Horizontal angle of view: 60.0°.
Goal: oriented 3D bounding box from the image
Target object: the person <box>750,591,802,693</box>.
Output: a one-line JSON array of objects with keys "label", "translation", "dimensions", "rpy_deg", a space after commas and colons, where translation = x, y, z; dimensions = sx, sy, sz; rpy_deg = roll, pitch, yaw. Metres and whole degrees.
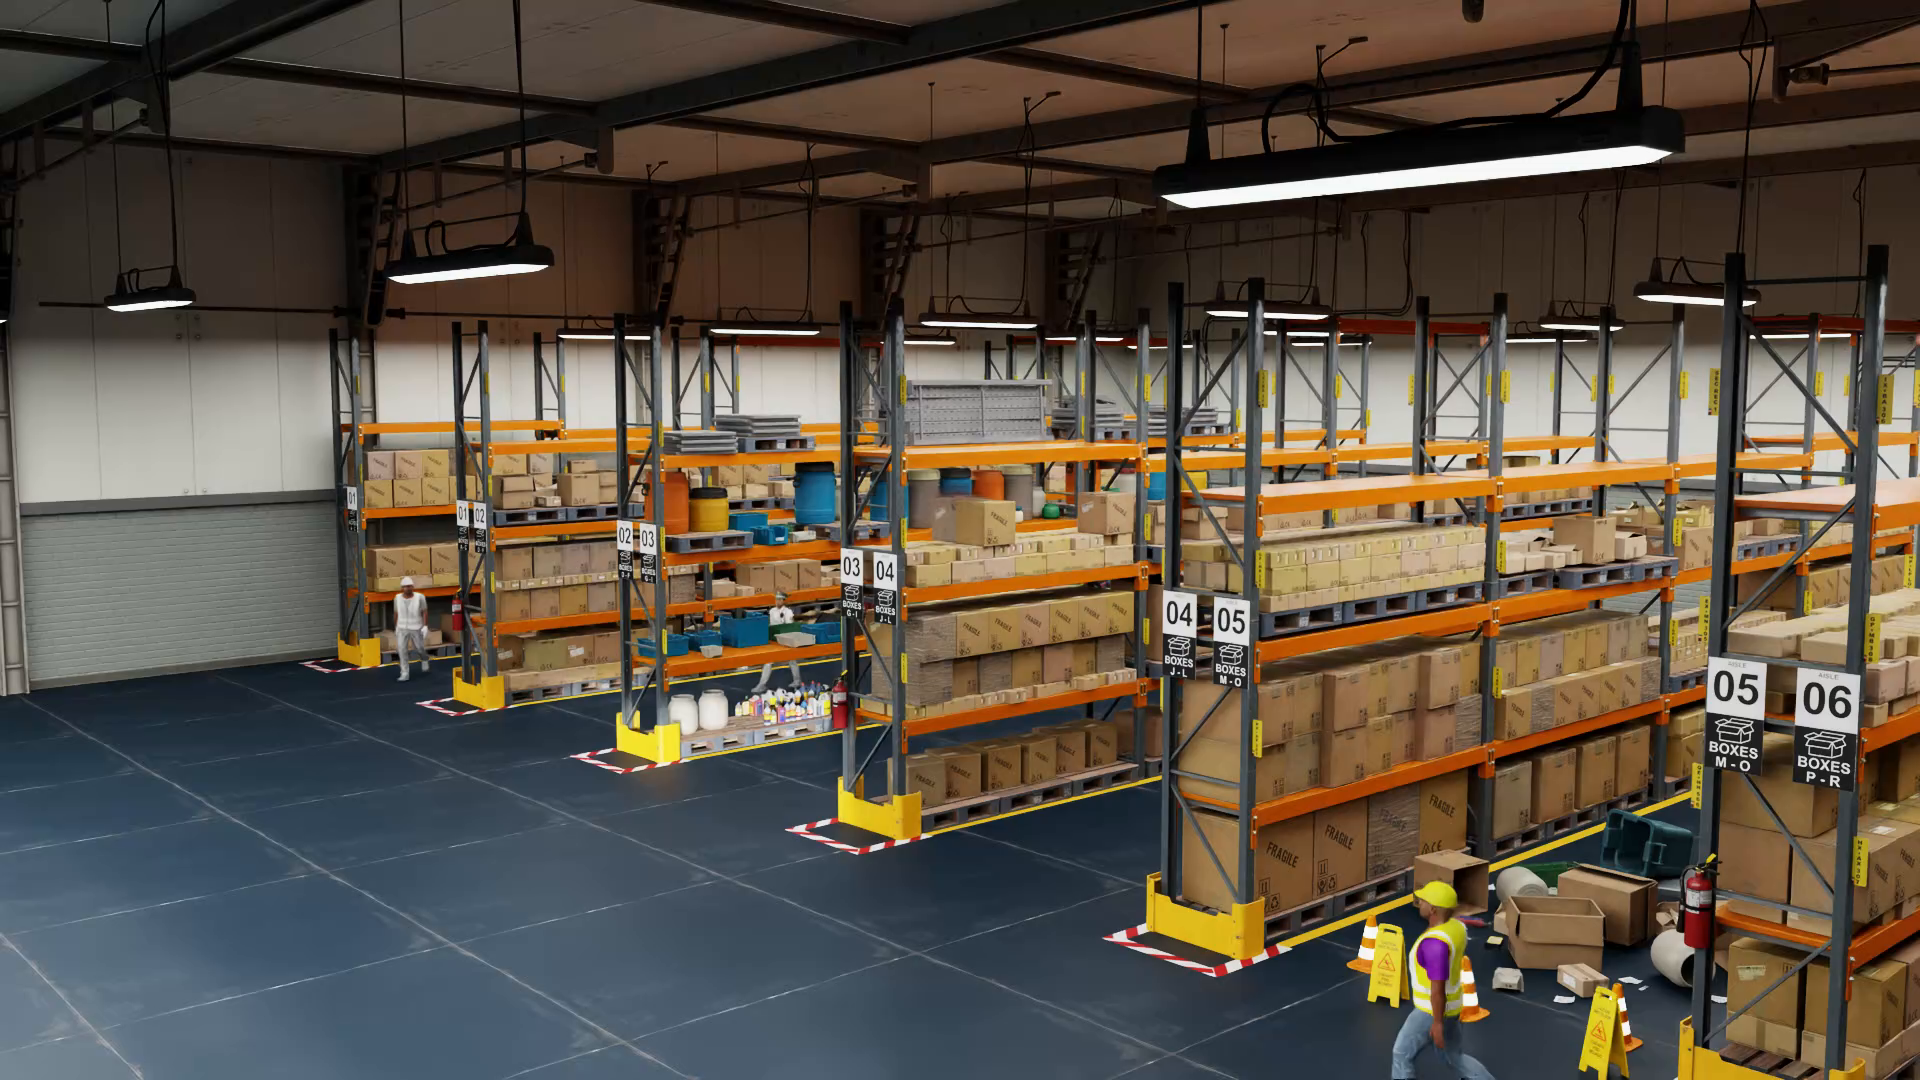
[{"label": "person", "translation": [-2.969, 1.645, 27.141], "dimensions": [0.556, 1.613, 1.007], "rpy_deg": [4, 7, 35]}]

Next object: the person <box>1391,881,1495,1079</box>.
[{"label": "person", "translation": [3.284, 3.183, 11.353], "dimensions": [1.019, 1.728, 0.573], "rpy_deg": [3, 6, 24]}]

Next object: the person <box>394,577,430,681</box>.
[{"label": "person", "translation": [-9.336, 1.490, 28.343], "dimensions": [0.560, 1.754, 0.916], "rpy_deg": [0, 6, -1]}]
